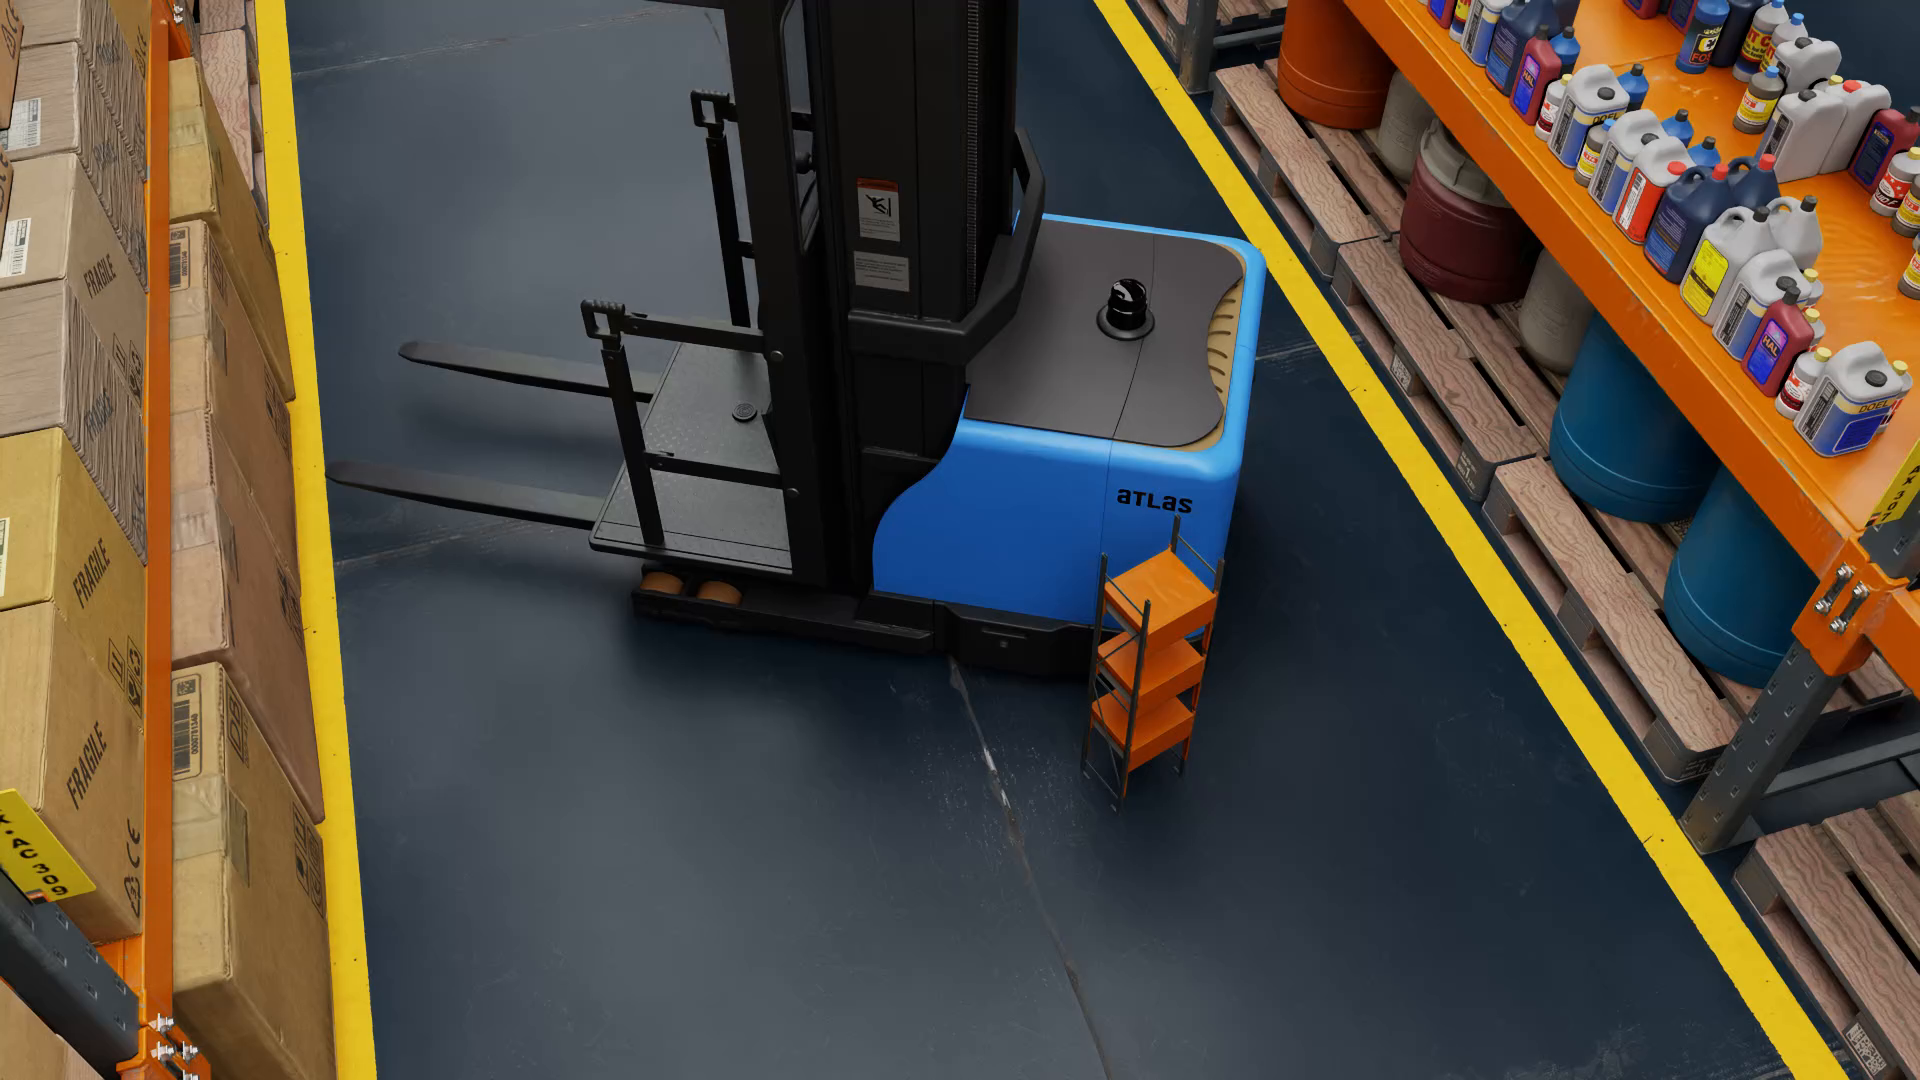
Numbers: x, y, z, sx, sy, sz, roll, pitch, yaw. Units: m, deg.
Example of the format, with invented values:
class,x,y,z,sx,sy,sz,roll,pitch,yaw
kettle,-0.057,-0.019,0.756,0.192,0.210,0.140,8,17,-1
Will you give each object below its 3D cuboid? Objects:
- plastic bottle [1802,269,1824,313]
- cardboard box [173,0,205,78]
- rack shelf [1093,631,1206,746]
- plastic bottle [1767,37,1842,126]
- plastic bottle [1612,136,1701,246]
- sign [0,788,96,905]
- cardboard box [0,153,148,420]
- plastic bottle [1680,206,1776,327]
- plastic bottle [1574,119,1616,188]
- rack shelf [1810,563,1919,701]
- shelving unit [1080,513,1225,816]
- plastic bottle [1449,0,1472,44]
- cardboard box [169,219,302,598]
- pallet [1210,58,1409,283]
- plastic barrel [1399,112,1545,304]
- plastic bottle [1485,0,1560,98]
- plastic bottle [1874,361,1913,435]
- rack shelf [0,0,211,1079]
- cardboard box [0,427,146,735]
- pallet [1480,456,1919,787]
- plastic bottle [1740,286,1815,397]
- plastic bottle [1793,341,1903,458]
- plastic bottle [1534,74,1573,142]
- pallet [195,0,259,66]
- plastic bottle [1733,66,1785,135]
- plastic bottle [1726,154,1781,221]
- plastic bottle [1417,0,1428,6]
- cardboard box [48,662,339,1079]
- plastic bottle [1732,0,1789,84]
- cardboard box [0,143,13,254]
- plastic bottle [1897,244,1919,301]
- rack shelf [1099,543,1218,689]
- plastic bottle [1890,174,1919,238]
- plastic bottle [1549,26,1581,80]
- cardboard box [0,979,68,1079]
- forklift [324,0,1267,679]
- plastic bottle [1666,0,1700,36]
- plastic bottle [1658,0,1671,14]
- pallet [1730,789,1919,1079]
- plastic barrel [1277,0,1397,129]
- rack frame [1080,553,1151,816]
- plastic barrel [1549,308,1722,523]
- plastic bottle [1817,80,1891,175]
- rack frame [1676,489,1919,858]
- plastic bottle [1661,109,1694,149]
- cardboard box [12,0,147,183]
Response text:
class,x,y,z,sx,sy,sz,roll,pitch,yaw
plastic bottle,2.242,-0.639,4.456,0.097,0.201,0.097,0,50,0
cardboard box,-3.646,-2.204,6.993,0.700,0.500,0.500,-17,52,-14
rack shelf,0.531,0.390,4.748,0.240,0.259,0.215,-27,55,-21
plastic bottle,2.546,-1.409,5.057,0.152,0.276,0.135,-13,51,-11
plastic bottle,1.979,-0.989,4.703,0.152,0.276,0.135,-13,51,-11
sign,-1.540,0.509,2.741,0.100,0.325,0.005,-13,51,-11
cardboard box,-2.422,-0.593,4.223,0.500,0.500,0.500,-12,51,-10
plastic bottle,2.077,-0.761,4.462,0.144,0.351,0.185,-13,51,-11
plastic bottle,1.879,-1.142,4.881,0.097,0.201,0.097,0,50,0
rack shelf,3.253,1.513,2.983,1.077,0.370,4.000,-13,51,-11
shelving unit,0.531,0.384,4.740,0.252,1.050,0.215,-27,55,-21
plastic bottle,1.648,-1.736,5.336,0.097,0.271,0.097,0,50,0
cardboard box,-2.812,-0.270,5.131,1.225,0.875,0.875,-13,51,-11
pallet,1.752,-1.636,6.991,1.003,0.211,1.213,-13,51,-11
plastic barrel,1.974,-1.281,6.170,0.600,0.588,0.708,-13,51,-11
plastic bottle,1.751,-1.565,5.140,0.144,0.351,0.185,-13,51,-11
plastic bottle,2.350,-0.372,4.232,0.097,0.201,0.097,0,50,0
rack shelf,-2.661,-0.288,4.502,1.077,0.370,4.000,-13,51,-11
cardboard box,-2.117,0.149,3.597,0.500,0.500,0.500,-13,51,-11
pallet,2.473,0.146,5.488,1.003,0.211,1.213,-13,51,-11
plastic bottle,2.124,-0.515,4.299,0.061,0.283,0.133,-13,51,-11
plastic bottle,2.236,-0.354,4.168,0.152,0.276,0.135,-13,51,-11
plastic bottle,1.810,-1.311,5.024,0.097,0.201,0.097,0,50,0
pallet,-3.840,-2.543,7.755,1.003,0.211,1.213,-13,51,-11
plastic bottle,2.433,-1.343,5.051,0.097,0.201,0.097,0,50,0
plastic bottle,2.160,-0.928,4.603,0.144,0.351,0.185,-13,51,-11
plastic bottle,1.579,-1.904,5.478,0.097,0.271,0.097,0,50,0
cardboard box,-2.278,1.027,4.037,1.225,0.875,0.875,-13,51,-11
plastic bottle,2.509,-1.570,5.196,0.097,0.271,0.097,0,50,0
cardboard box,-2.657,-0.834,3.770,0.797,0.503,0.637,-12,51,-10
plastic bottle,2.667,-0.765,4.563,0.097,0.201,0.097,0,50,0
rack shelf,0.531,0.208,4.531,0.240,0.259,0.215,-27,55,-21
plastic bottle,2.743,-0.969,4.735,0.097,0.201,0.097,0,50,0
plastic bottle,1.829,-1.445,5.091,0.097,0.271,0.097,0,50,0
cardboard box,-1.678,0.927,2.420,0.500,0.500,0.500,-12,51,-10
forklift,-0.611,-1.040,4.710,3.031,2.935,1.130,9,50,7
plastic bottle,2.380,-1.783,5.368,0.061,0.283,0.133,-13,51,-11
plastic bottle,2.351,-1.925,5.444,0.144,0.351,0.185,-13,51,-11
pallet,2.916,1.248,4.560,1.003,0.211,1.213,-13,51,-11
plastic barrel,1.640,-2.183,6.773,0.600,0.830,0.708,-13,51,-11
rack frame,0.430,0.436,4.696,0.008,1.050,0.200,-27,55,-21
plastic barrel,2.308,-0.557,5.355,0.600,0.901,0.708,-13,51,-11
plastic bottle,2.615,-1.240,4.914,0.152,0.276,0.135,-13,51,-11
rack frame,2.662,-0.179,3.939,1.000,3.000,0.127,-13,51,-11
plastic bottle,2.053,-1.128,4.823,0.097,0.271,0.097,0,50,0
cardboard box,-2.728,-1.343,4.855,0.500,0.500,0.500,-14,51,-11
